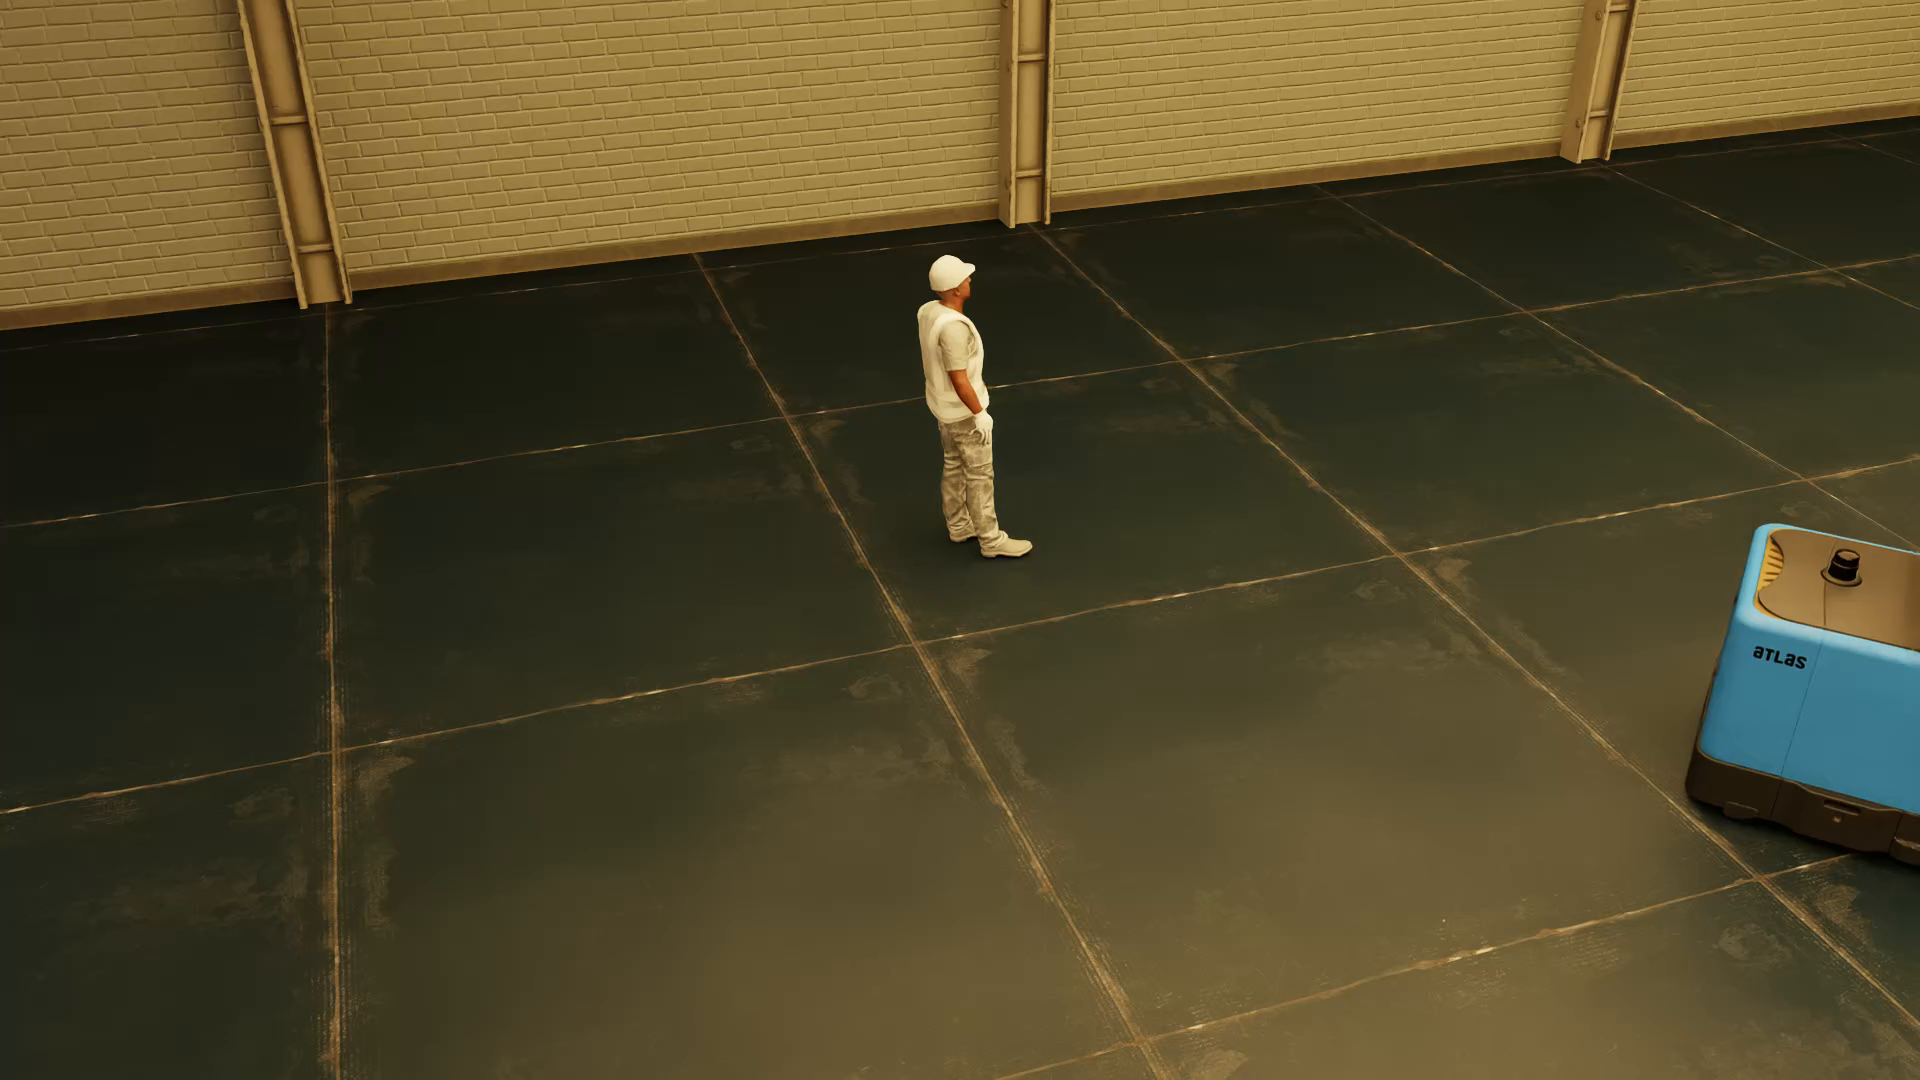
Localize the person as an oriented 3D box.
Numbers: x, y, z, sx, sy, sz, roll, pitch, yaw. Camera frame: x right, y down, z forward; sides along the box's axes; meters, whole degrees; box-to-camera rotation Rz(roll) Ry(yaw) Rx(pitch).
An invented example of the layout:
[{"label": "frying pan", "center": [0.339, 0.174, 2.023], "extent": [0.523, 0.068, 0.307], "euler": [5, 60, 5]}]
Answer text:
[{"label": "person", "center": [0.071, -0.786, 9.590], "extent": [0.577, 1.782, 0.656], "euler": [-10, 31, -16]}]

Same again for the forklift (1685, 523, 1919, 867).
[{"label": "forklift", "center": [4.968, 0.117, 6.883], "extent": [3.031, 2.935, 1.130], "euler": [15, 33, 24]}]
